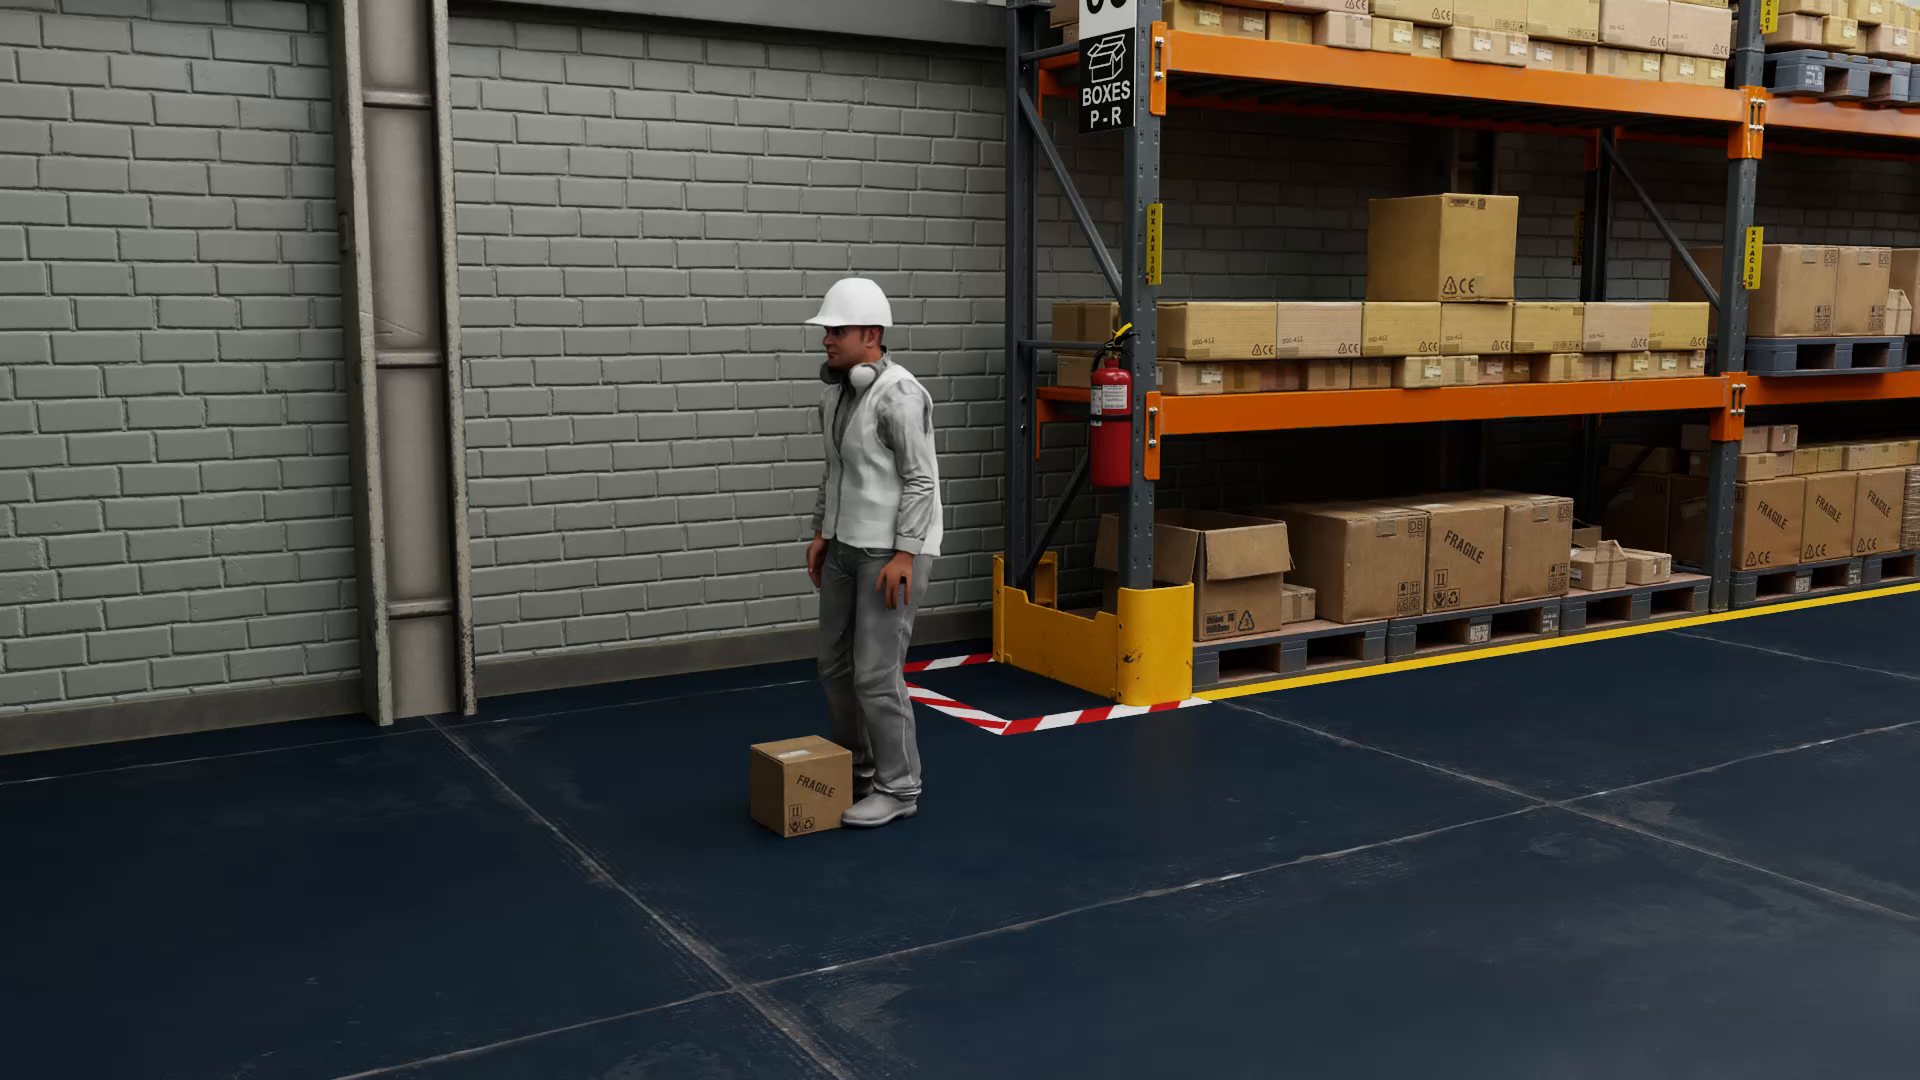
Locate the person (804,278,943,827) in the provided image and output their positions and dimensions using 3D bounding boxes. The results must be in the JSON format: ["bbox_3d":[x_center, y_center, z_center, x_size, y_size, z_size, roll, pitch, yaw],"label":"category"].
[{"bbox_3d":[-0.300,0.033,5.487,0.458,1.773,0.592,-5,10,-33],"label":"person"}]
